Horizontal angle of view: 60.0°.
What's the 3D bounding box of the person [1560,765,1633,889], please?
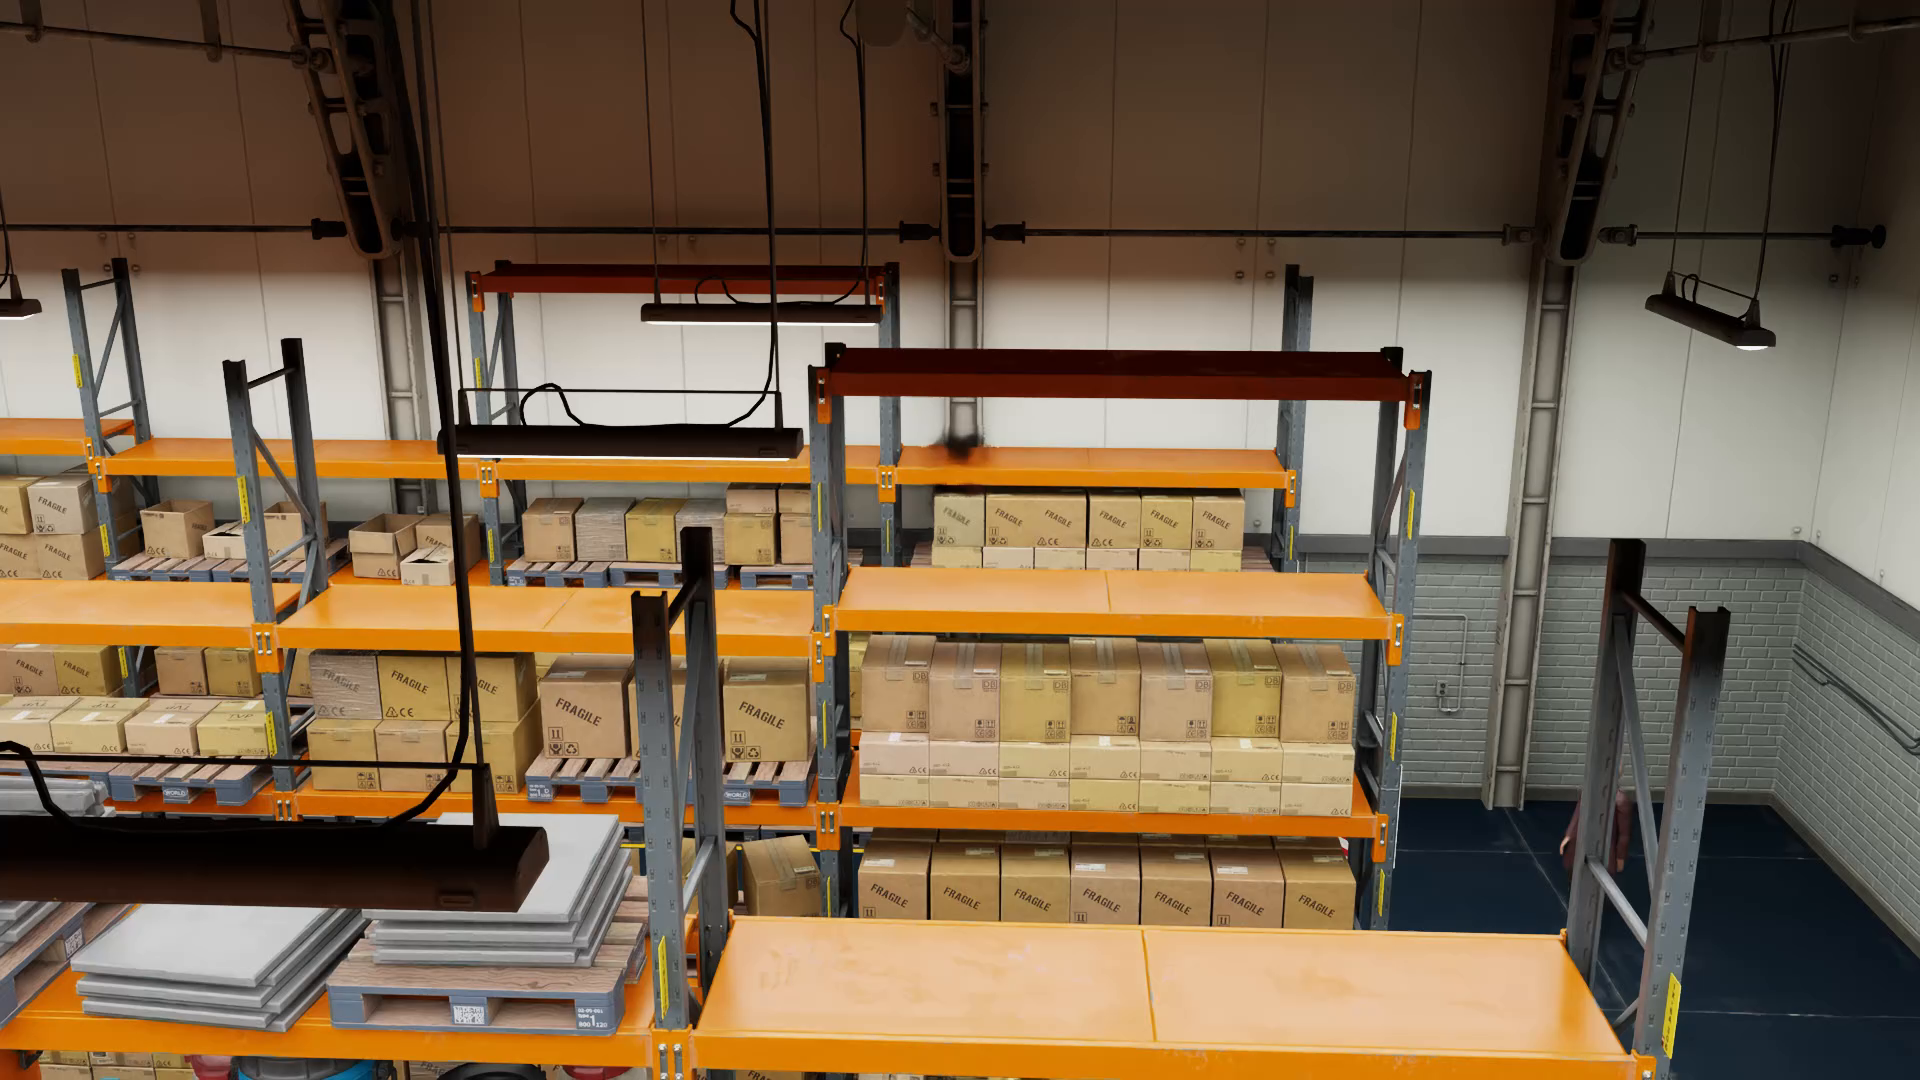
[{"bbox_3d":[5.985,2.893,15.649,0.611,1.642,0.924,9,19,29],"label":"person"}]
